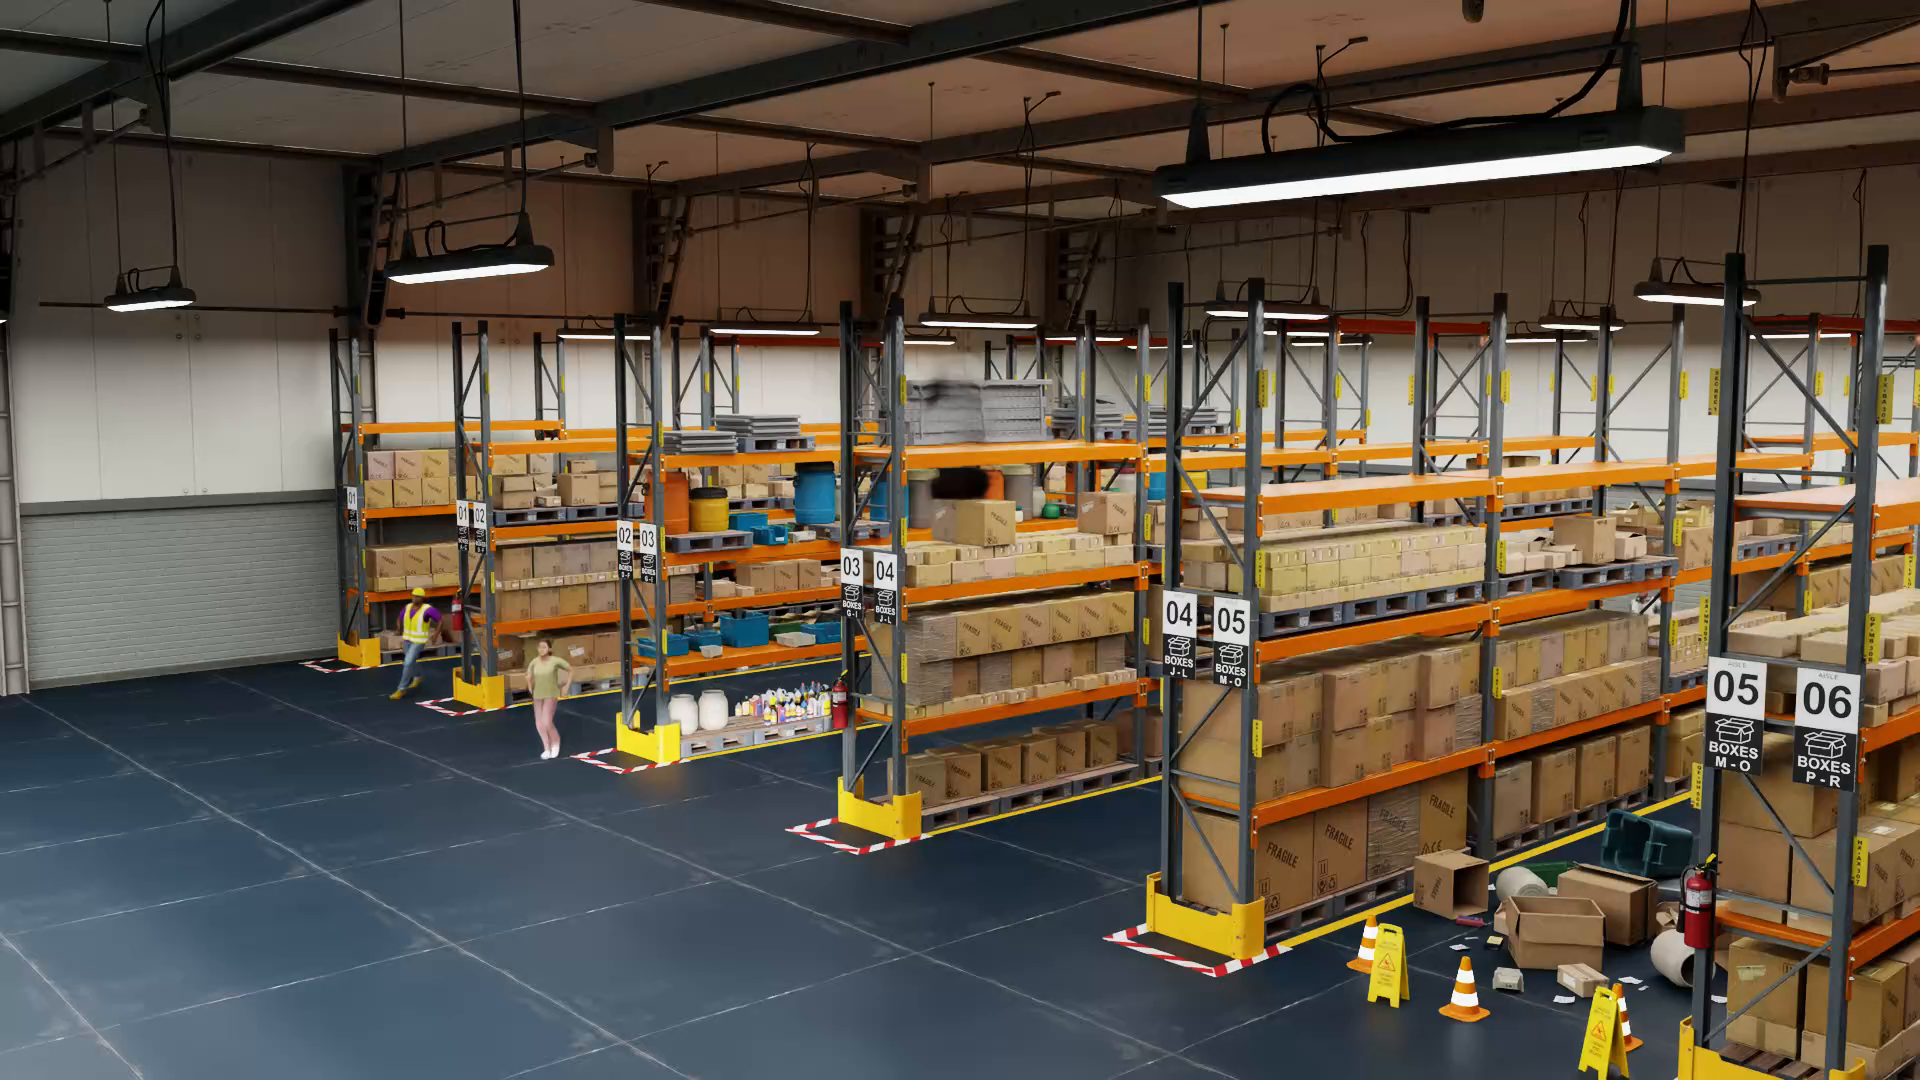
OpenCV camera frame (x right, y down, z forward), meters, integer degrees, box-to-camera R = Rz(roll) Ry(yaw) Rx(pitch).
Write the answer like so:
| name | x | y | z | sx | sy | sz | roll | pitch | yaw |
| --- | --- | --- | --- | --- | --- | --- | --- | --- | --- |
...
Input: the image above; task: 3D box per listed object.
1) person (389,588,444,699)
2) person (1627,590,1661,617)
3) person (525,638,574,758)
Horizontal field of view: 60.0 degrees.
| name | x | y | z | sx | sy | sz | roll | pitch | yaw |
| --- | --- | --- | --- | --- | --- | --- | --- | --- | --- |
| person | -8.797 | 1.640 | 26.806 | 0.758 | 1.746 | 0.935 | 2 | 6 | 20 |
| person | 11.398 | 1.553 | 27.655 | 0.684 | 1.764 | 0.930 | 4 | 7 | 36 |
| person | -5.558 | 2.159 | 22.373 | 0.607 | 1.597 | 0.604 | 1 | 6 | 10 |
